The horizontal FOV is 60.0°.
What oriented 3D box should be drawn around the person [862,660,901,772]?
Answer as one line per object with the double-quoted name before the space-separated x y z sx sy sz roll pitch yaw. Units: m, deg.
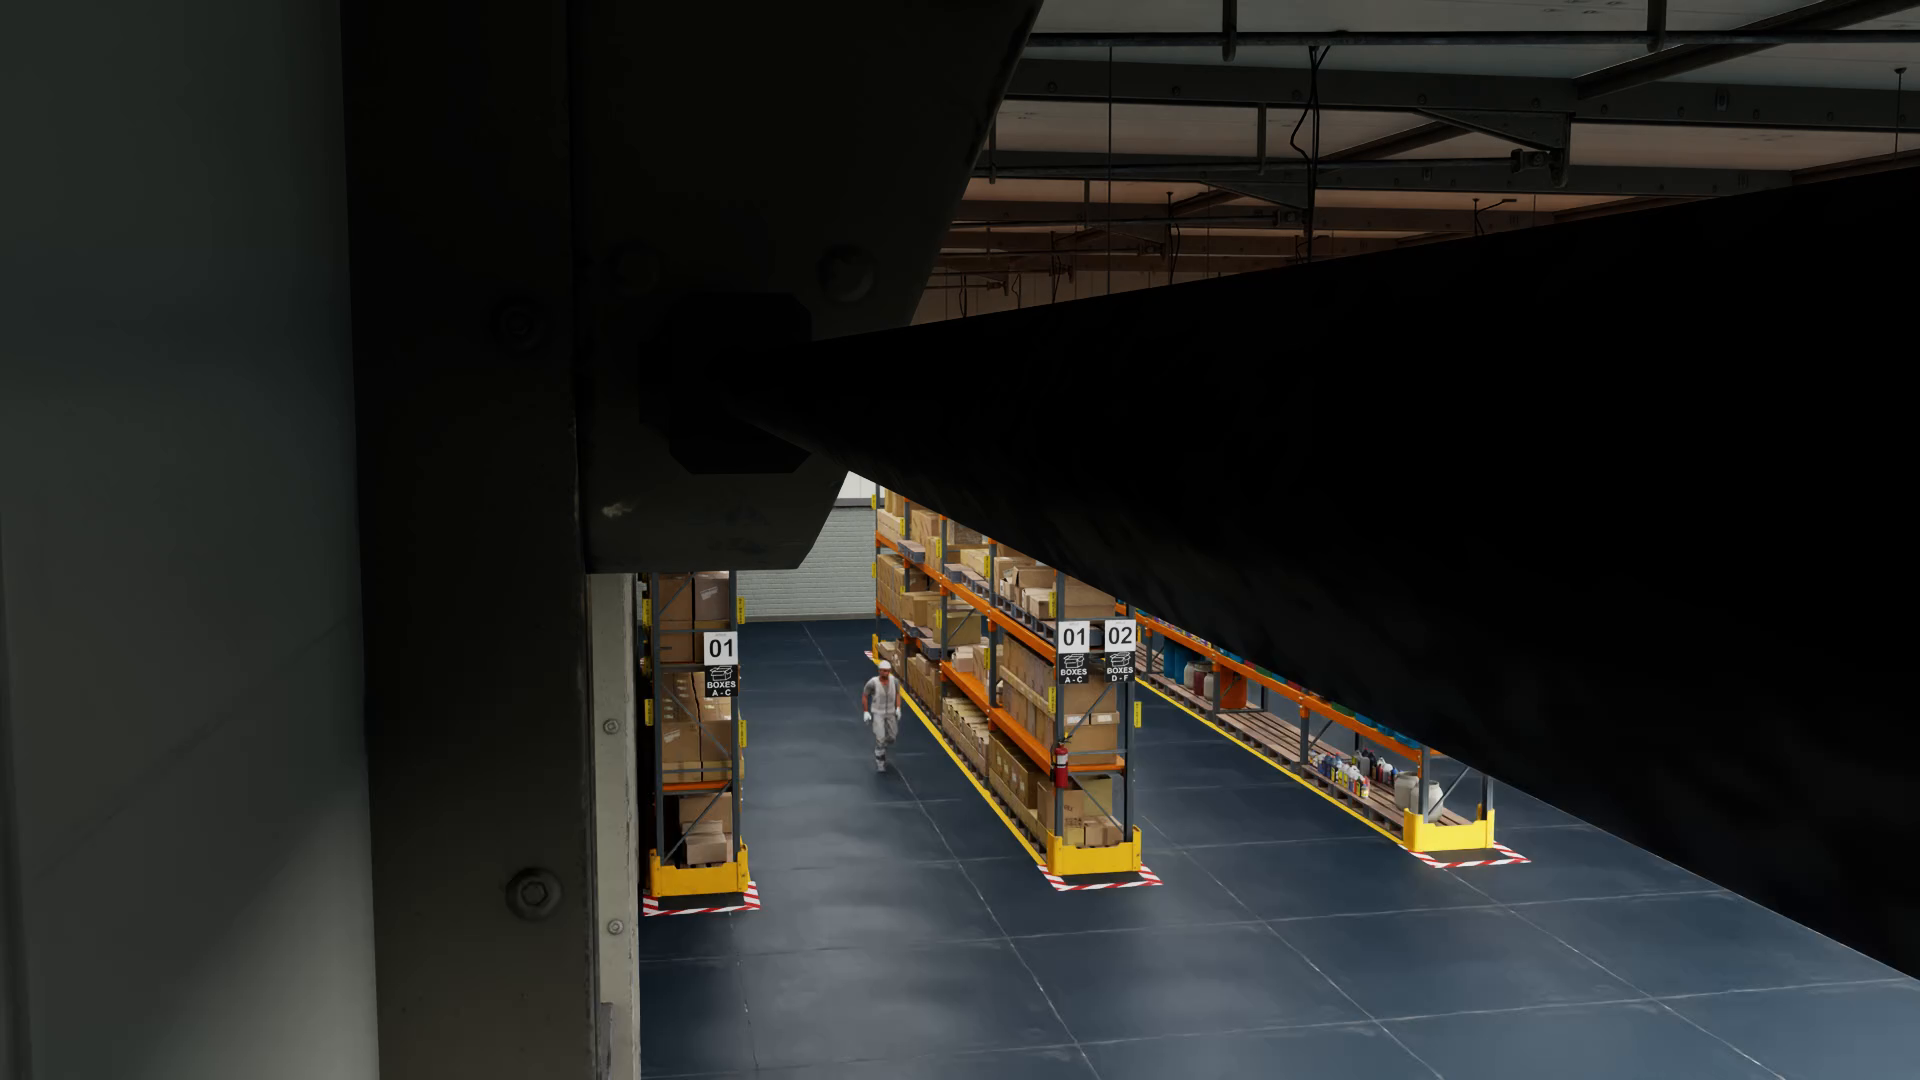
"person" -1.264 2.755 26.382 0.628 1.767 0.688 -3 6 -25
